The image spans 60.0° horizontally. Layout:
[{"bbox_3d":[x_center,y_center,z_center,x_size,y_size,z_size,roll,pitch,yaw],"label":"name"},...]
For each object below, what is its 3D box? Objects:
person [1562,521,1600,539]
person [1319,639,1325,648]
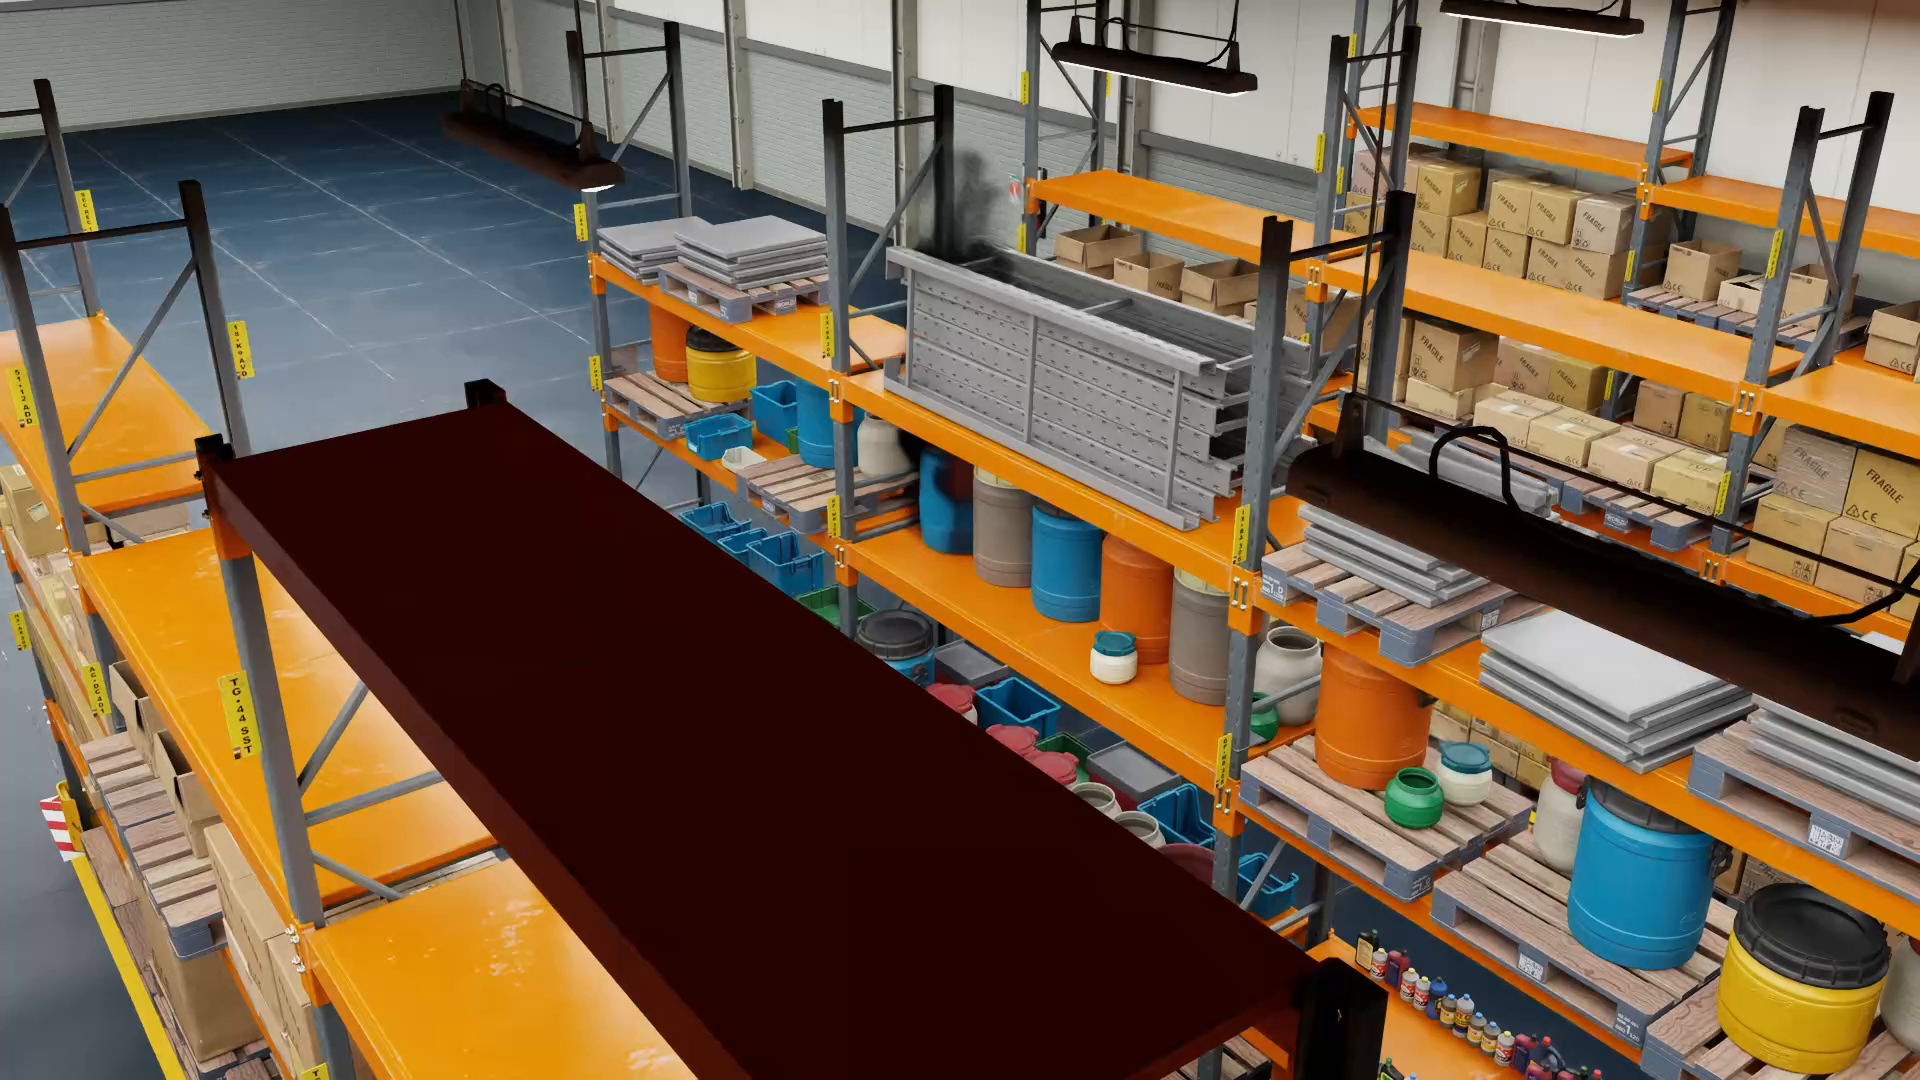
[{"bbox_3d":[6.004,0.283,16.281,0.701,1.759,0.892,-22,33,-39],"label":"person"},{"bbox_3d":[2.971,1.449,13.195,0.690,1.680,0.737,-20,31,-36],"label":"person"}]
